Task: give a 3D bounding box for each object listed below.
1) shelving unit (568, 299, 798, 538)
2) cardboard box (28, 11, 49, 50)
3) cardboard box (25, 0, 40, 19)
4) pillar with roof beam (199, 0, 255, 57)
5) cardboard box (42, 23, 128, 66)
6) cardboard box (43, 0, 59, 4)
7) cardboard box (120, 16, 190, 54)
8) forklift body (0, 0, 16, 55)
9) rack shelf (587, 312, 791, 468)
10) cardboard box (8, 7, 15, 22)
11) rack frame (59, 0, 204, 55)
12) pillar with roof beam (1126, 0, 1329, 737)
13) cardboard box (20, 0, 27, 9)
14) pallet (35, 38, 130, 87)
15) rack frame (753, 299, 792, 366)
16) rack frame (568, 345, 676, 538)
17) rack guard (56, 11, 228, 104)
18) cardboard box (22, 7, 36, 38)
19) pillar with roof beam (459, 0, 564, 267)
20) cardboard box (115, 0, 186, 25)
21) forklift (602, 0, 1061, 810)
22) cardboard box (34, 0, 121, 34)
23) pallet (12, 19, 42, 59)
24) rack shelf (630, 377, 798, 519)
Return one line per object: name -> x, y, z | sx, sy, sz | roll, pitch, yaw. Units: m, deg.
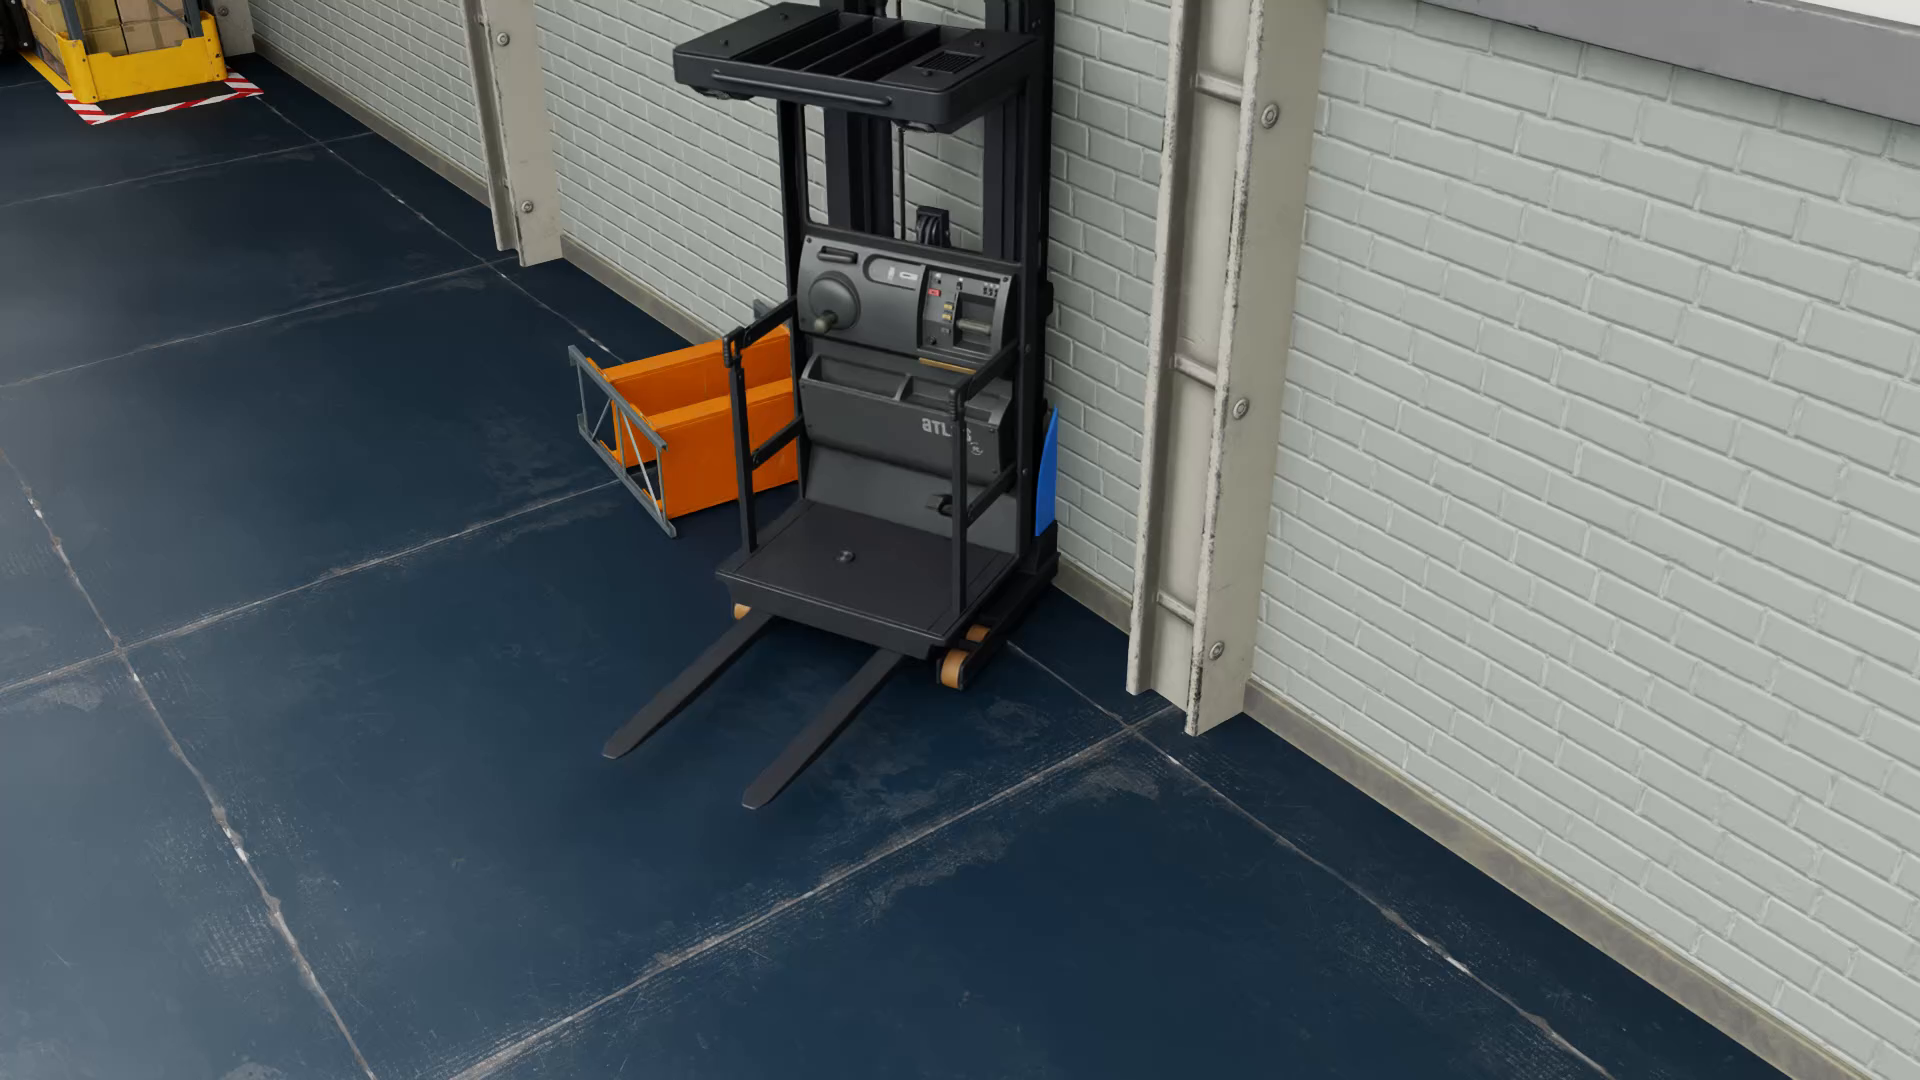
shelving unit -> -1.202, -0.637, 8.222 | 1.048, 0.538, 1.125 | -19, 39, -27
cardboard box -> -7.564, -4.368, 14.148 | 0.500, 0.250, 0.500 | -22, 38, -31
cardboard box -> -7.573, -4.591, 14.033 | 0.500, 0.250, 0.500 | -23, 38, -32
pillar with roof beam -> -9.845, -6.791, 10.156 | 9.100, 9.000, 0.400 | -22, 38, -31
cardboard box -> -7.267, -4.158, 13.810 | 0.500, 0.250, 0.500 | -22, 38, -31
cardboard box -> -7.258, -4.580, 13.542 | 0.500, 0.250, 0.500 | -21, 37, -30
cardboard box -> -6.876, -4.332, 14.090 | 0.500, 0.250, 0.500 | -22, 38, -31
forklift body -> -9.333, -4.893, 13.590 | 2.313, 2.155, 1.214 | -22, 38, -31
rack shelf -> -1.333, -0.753, 8.393 | 1.000, 0.538, 0.278 | -19, 39, -27
cardboard box -> -8.200, -4.789, 14.826 | 0.500, 0.250, 0.500 | -21, 38, -30
rack frame -> -6.729, -5.054, 13.044 | 1.000, 3.000, 0.127 | -22, 38, -31
pillar with roof beam -> -2.486, -1.790, 2.103 | 9.100, 9.000, 0.400 | -22, 38, -31
cardboard box -> -7.907, -4.799, 14.368 | 0.500, 0.250, 0.500 | -23, 39, -32
pallet -> -7.231, -4.175, 14.271 | 1.003, 0.211, 1.213 | -22, 38, -31
rack frame -> -0.772, -0.784, 8.451 | 0.032, 0.500, 1.125 | -19, 39, -27
rack frame -> -1.632, -0.489, 7.994 | 0.032, 0.500, 1.125 | -19, 39, -27
rack guard -> -6.714, -3.982, 13.688 | 1.175, 0.500, 0.348 | -22, 38, -31
cardboard box -> -7.864, -4.580, 14.489 | 0.500, 0.250, 0.500 | -22, 38, -31
pillar with roof beam -> -6.165, -4.291, 6.129 | 9.100, 9.000, 0.400 | -22, 38, -31
cardboard box -> -6.853, -4.540, 13.951 | 0.500, 0.250, 0.500 | -21, 38, -31
forklift -> -0.323, -0.904, 6.428 | 1.130, 2.935, 3.031 | 15, 35, 23
cardboard box -> -7.274, -4.378, 13.691 | 0.500, 0.250, 0.500 | -23, 38, -32
pallet -> -7.975, -4.683, 15.089 | 1.003, 0.211, 1.213 | -22, 38, -31
rack shelf -> -1.045, -0.497, 8.018 | 1.000, 0.538, 0.278 | -19, 39, -27
